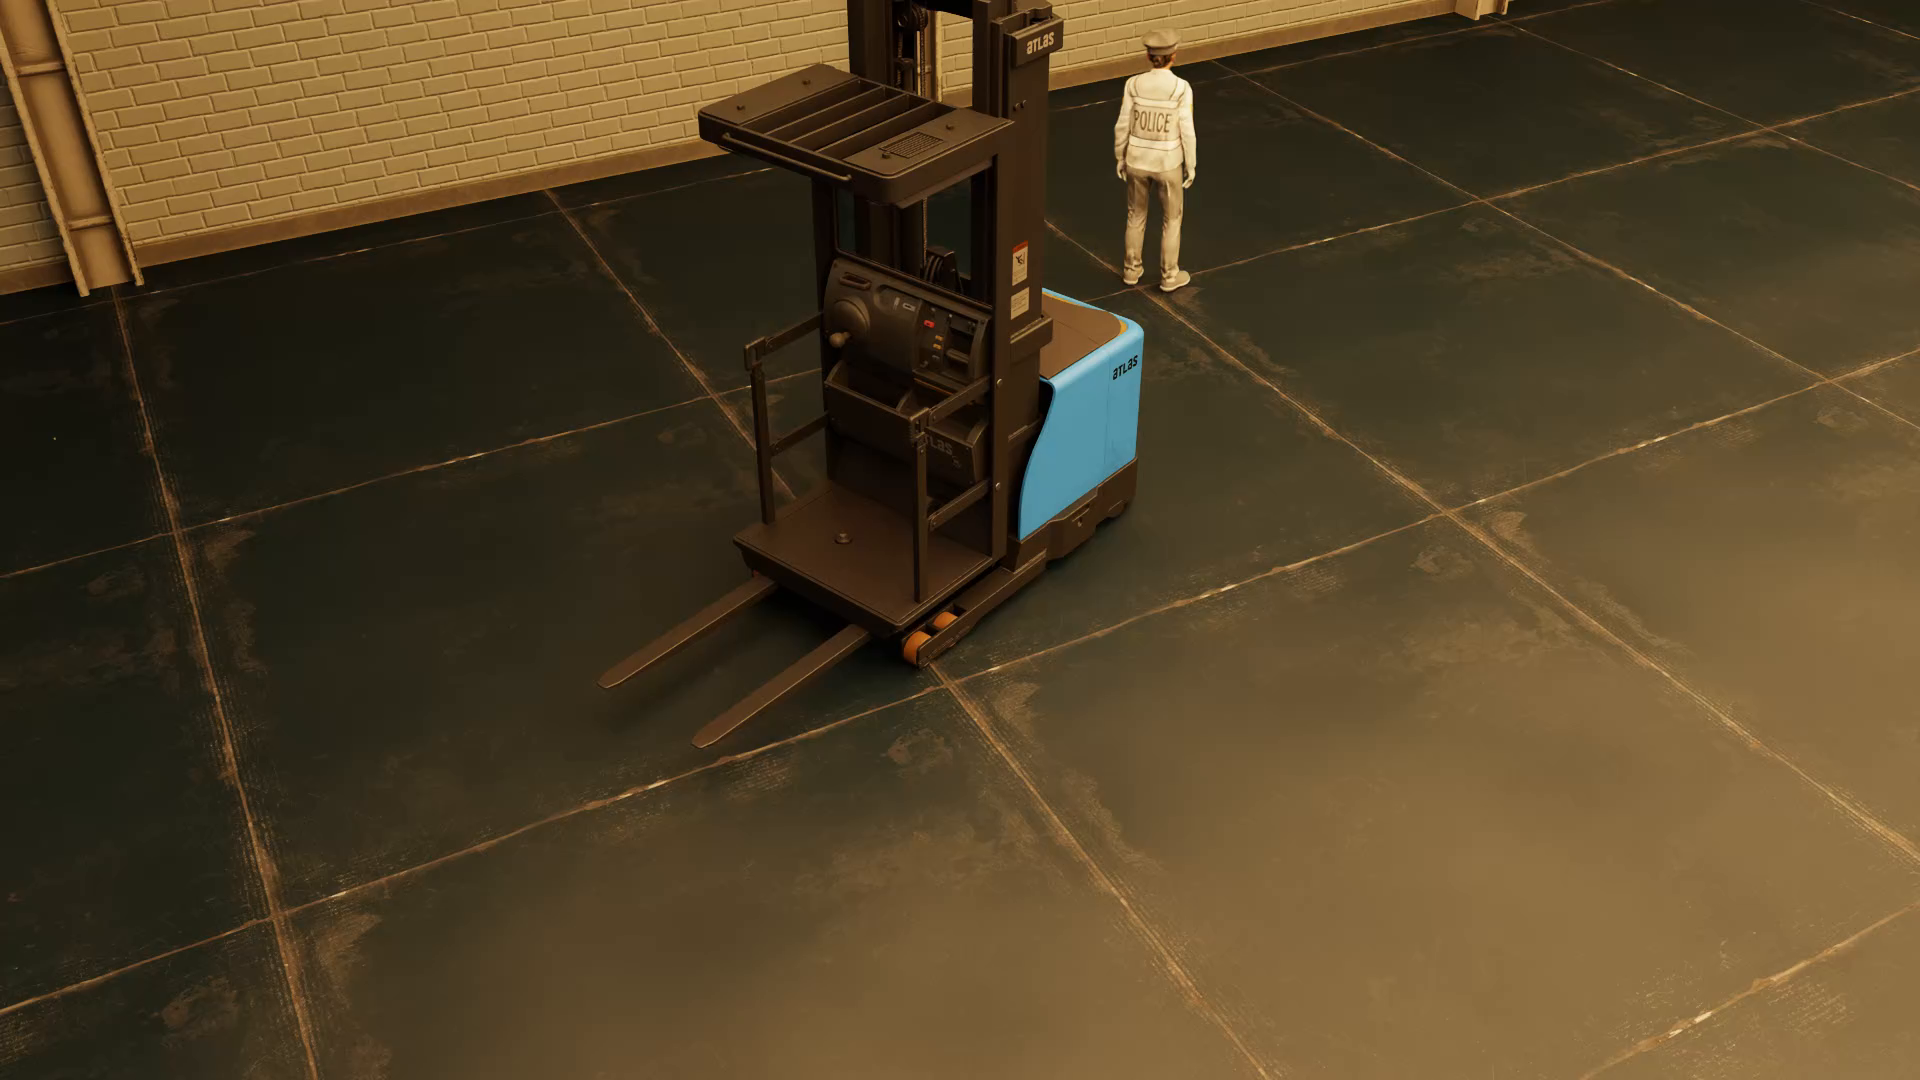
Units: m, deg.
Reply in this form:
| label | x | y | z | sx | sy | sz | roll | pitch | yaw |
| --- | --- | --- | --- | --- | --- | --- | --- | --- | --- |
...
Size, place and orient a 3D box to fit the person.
| label | x | y | z | sx | sy | sz | roll | pitch | yaw |
| --- | --- | --- | --- | --- | --- | --- | --- | --- | --- |
| person | 1.252 | -2.398 | 10.617 | 0.522 | 1.661 | 0.373 | 13 | 37 | 17 |

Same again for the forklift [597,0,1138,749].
| label | x | y | z | sx | sy | sz | roll | pitch | yaw |
| --- | --- | --- | --- | --- | --- | --- | --- | --- | --- |
| forklift | -0.393 | -0.929 | 7.437 | 1.121 | 2.935 | 3.031 | 26 | 43 | 31 |
